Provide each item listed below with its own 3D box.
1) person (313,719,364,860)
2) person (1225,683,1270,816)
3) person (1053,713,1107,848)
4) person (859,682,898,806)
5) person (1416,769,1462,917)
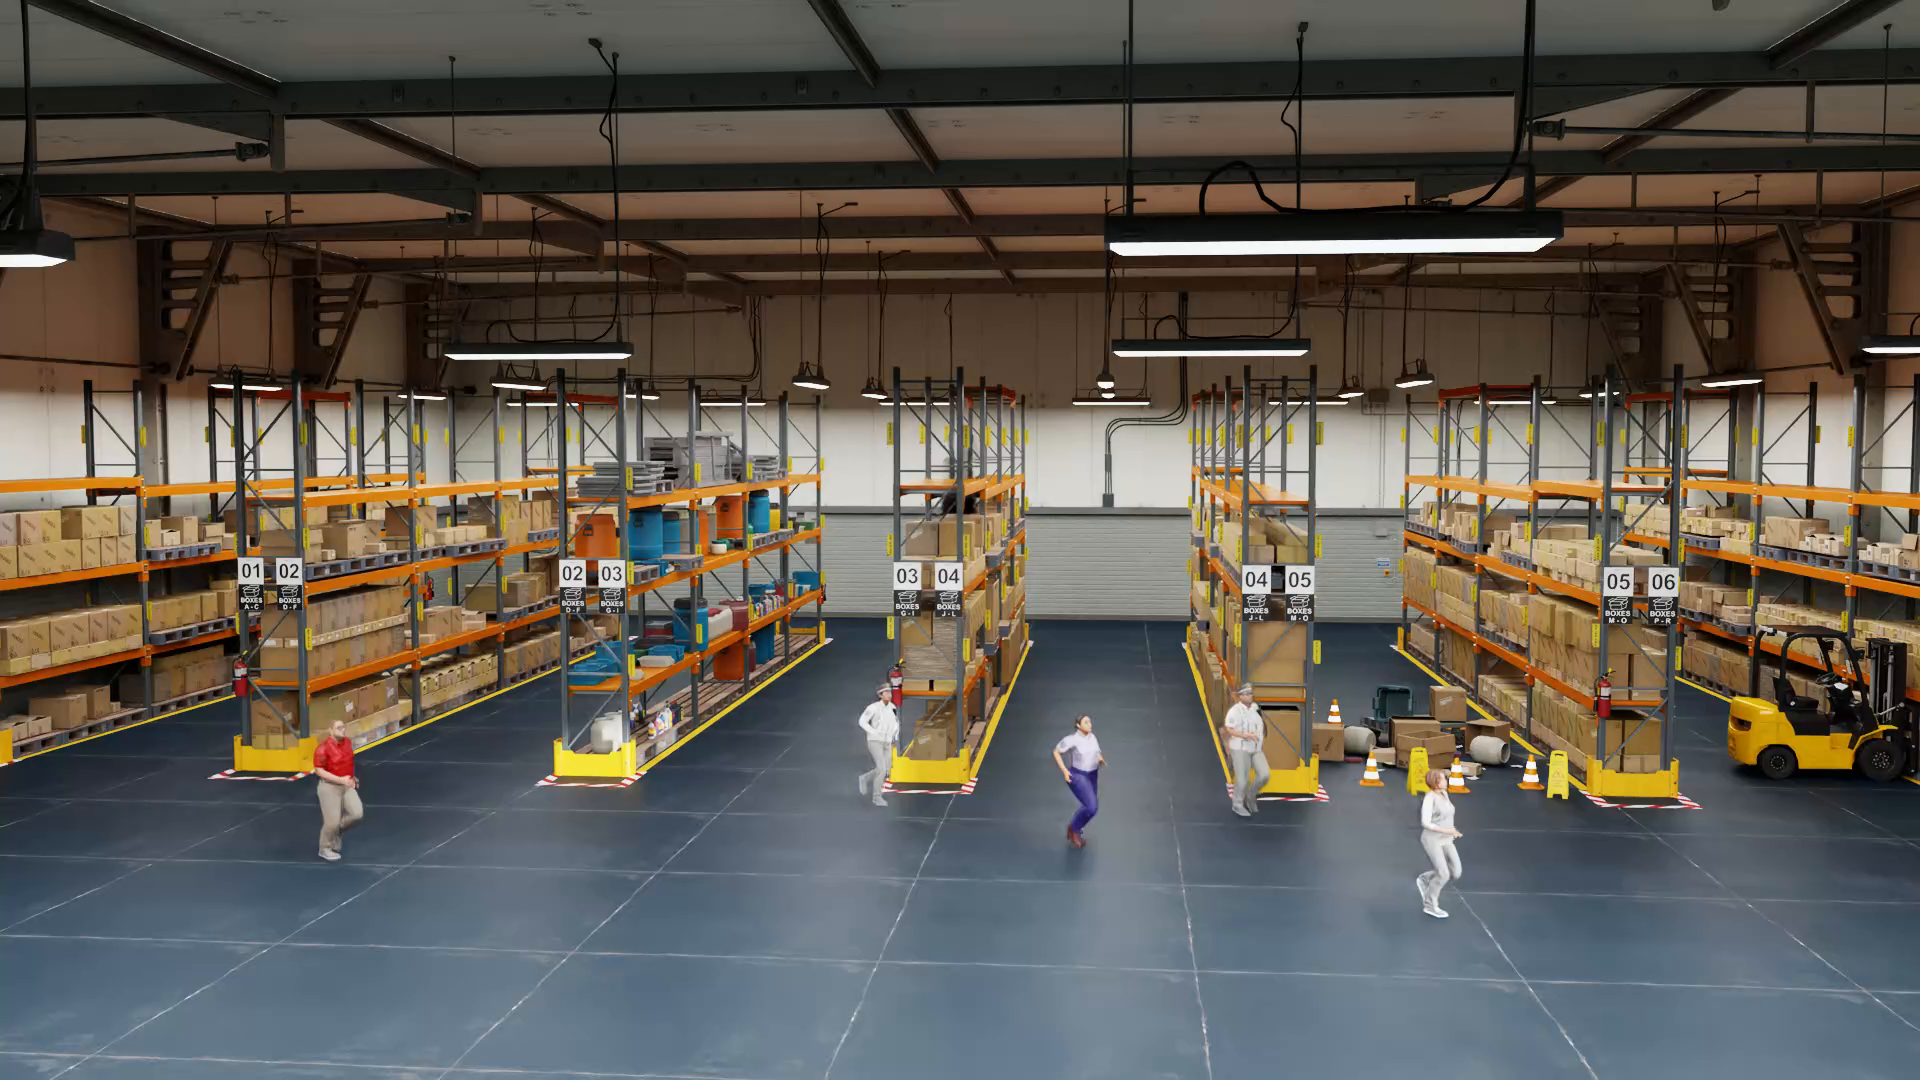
[{"bbox_3d":[-7.313,2.939,19.633,0.661,1.678,0.647,2,4,26],"label":"person"},{"bbox_3d":[3.839,2.771,21.950,0.711,1.784,0.611,-2,4,-32],"label":"person"},{"bbox_3d":[1.518,2.926,20.242,0.642,1.621,0.586,3,5,44],"label":"person"},{"bbox_3d":[-1.113,2.776,22.847,0.655,1.662,0.660,-3,5,-40],"label":"person"},{"bbox_3d":[4.977,3.151,17.306,0.563,1.554,0.555,4,5,45],"label":"person"}]
